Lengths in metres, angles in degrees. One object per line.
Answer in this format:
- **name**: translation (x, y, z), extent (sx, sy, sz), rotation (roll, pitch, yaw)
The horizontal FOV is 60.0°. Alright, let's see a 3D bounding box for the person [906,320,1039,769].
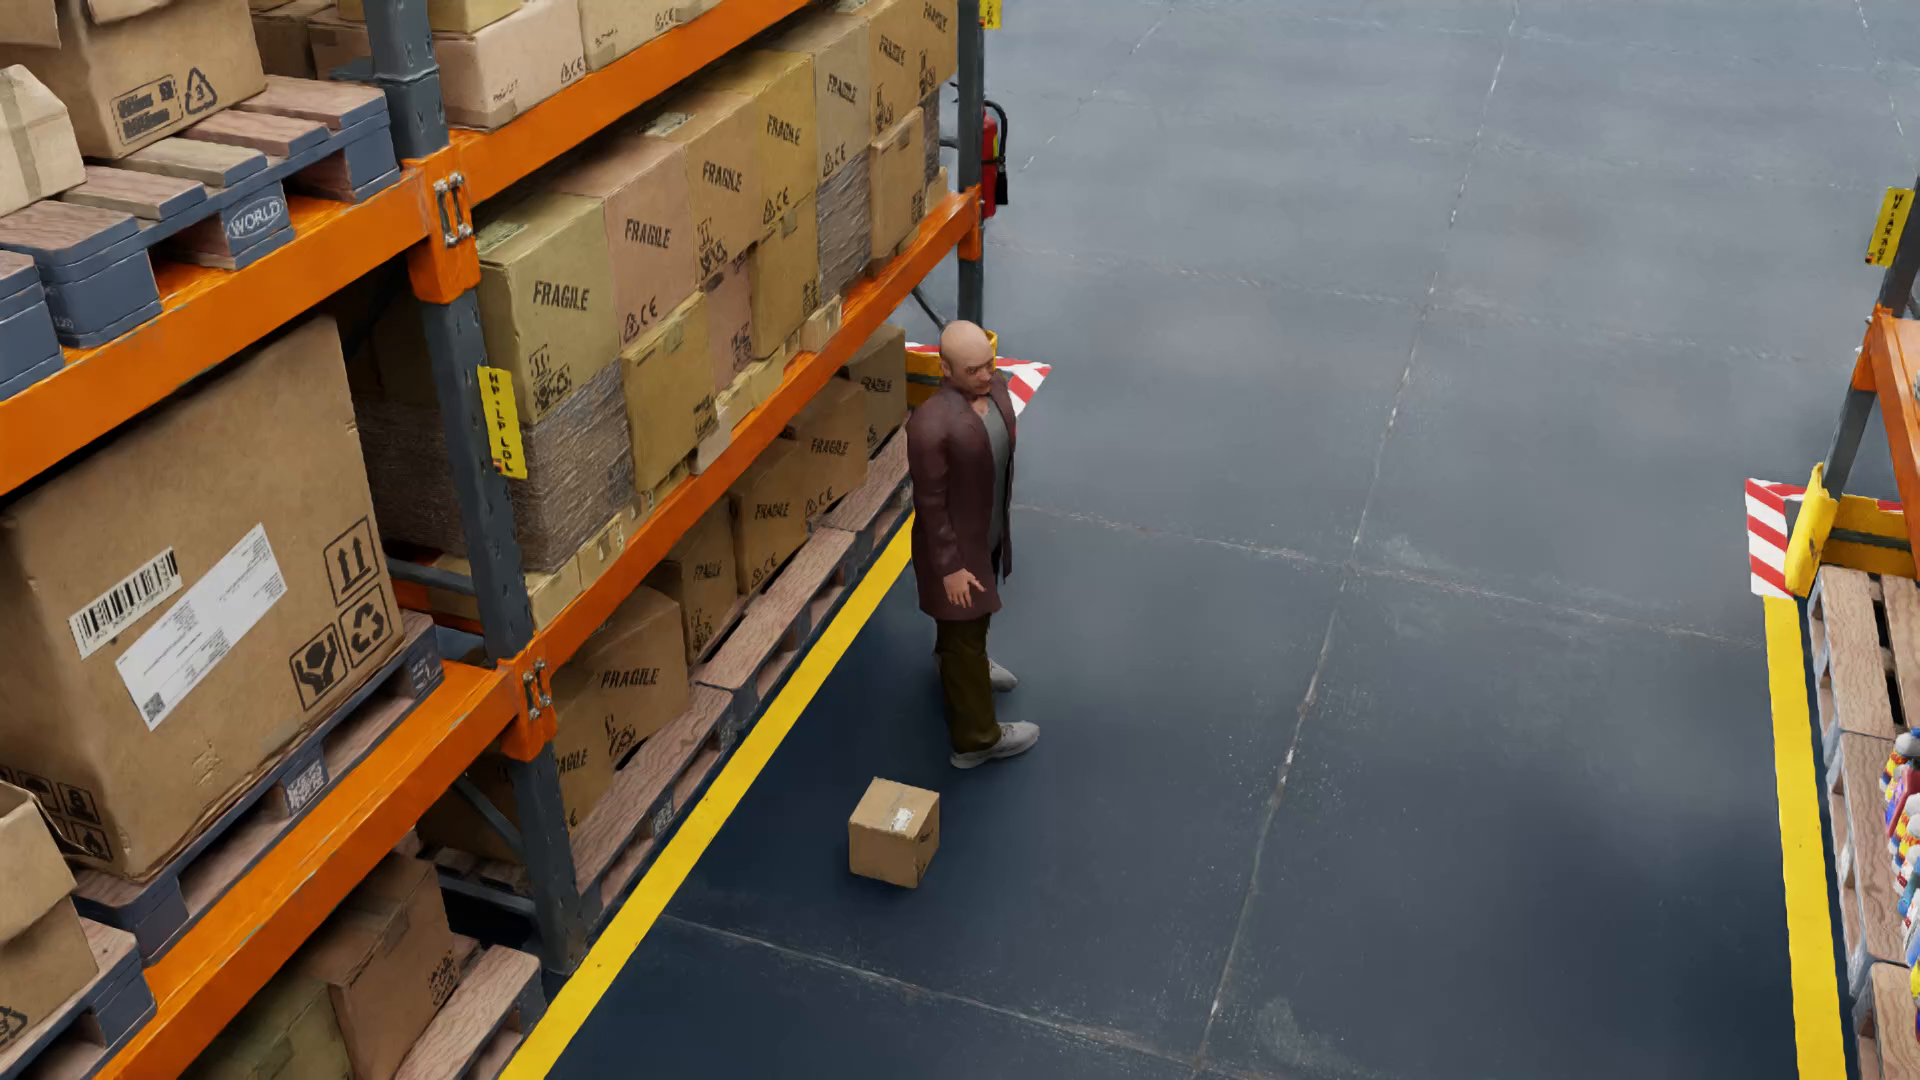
- **person**: translation (0.046, -0.020, 6.186), extent (0.627, 1.787, 0.649), rotation (17, 37, 25)
